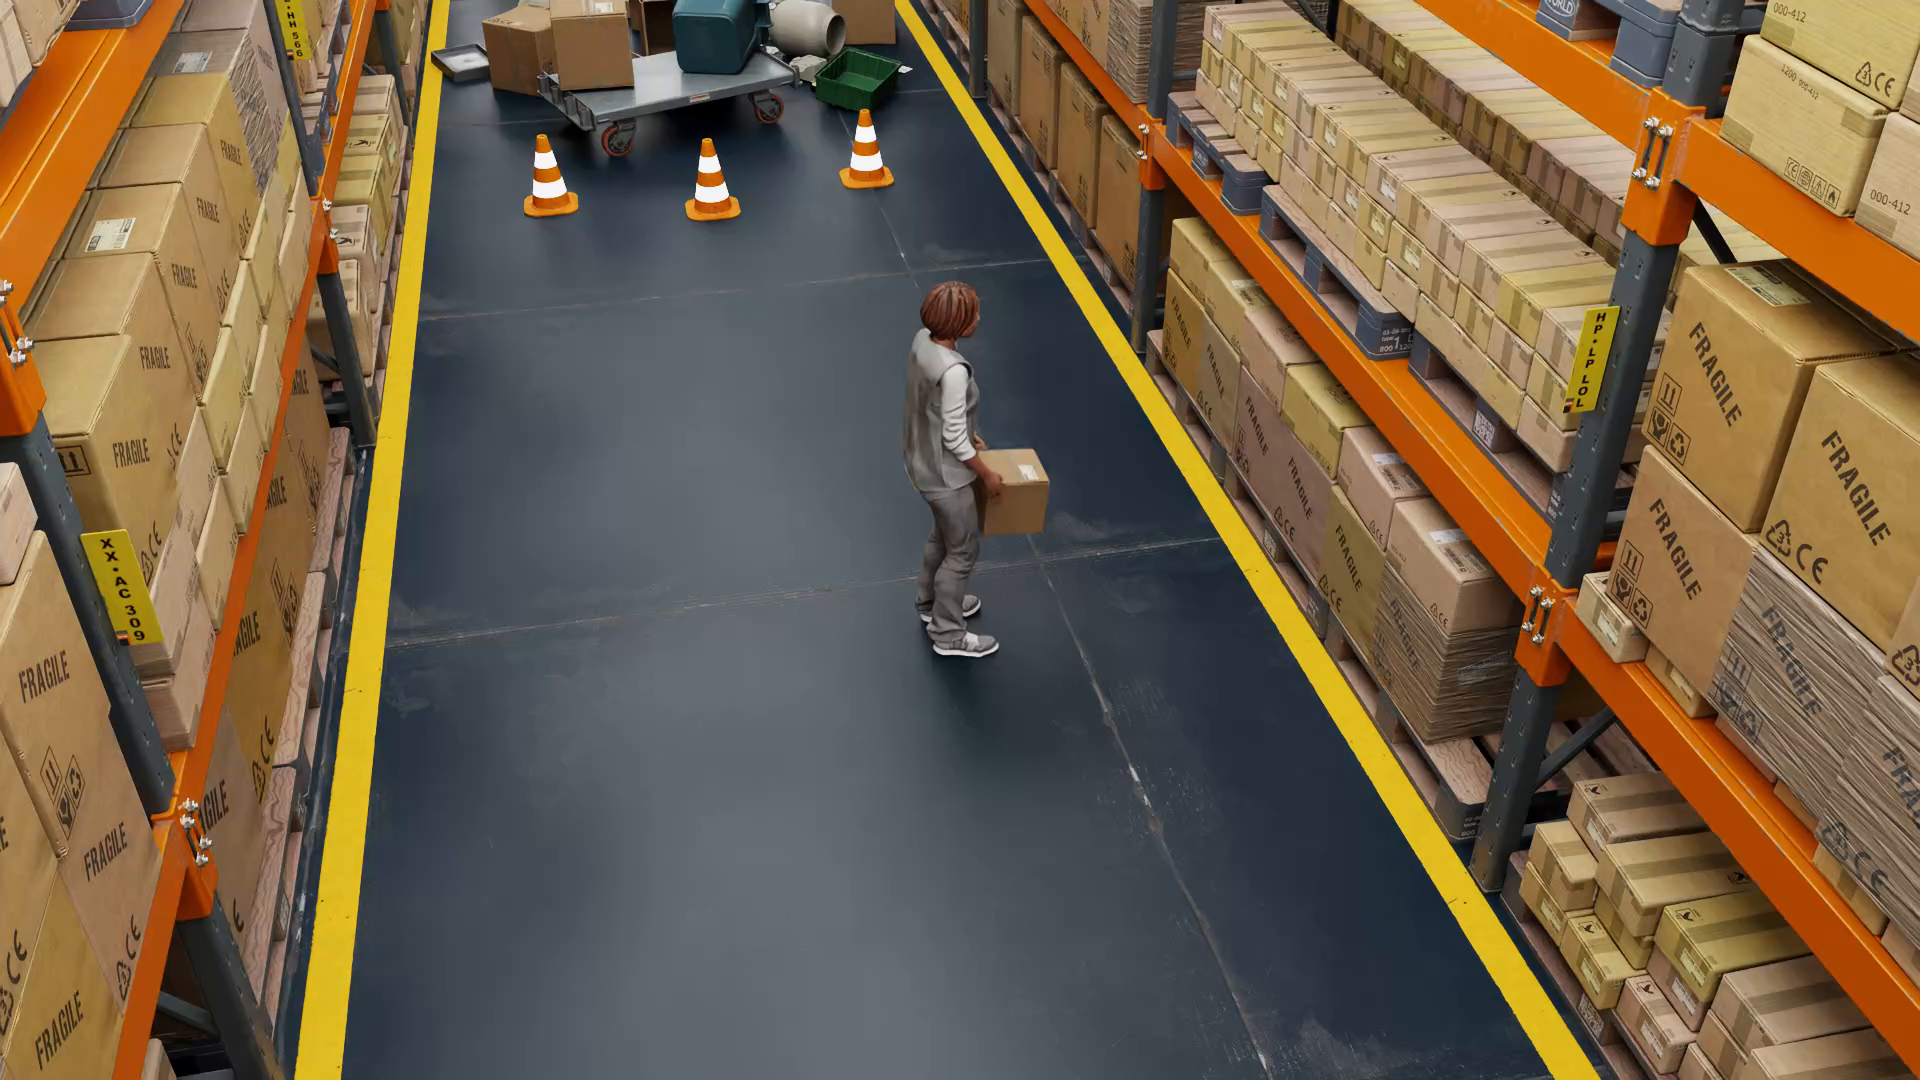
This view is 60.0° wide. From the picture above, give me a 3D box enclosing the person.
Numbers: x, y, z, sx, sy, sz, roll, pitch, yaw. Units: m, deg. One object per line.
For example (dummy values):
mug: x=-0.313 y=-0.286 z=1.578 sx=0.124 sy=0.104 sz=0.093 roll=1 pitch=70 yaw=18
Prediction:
person: x=-0.035 y=-0.281 z=6.550 sx=0.359 sy=1.601 sz=0.446 roll=-8 pitch=36 yaw=-11
